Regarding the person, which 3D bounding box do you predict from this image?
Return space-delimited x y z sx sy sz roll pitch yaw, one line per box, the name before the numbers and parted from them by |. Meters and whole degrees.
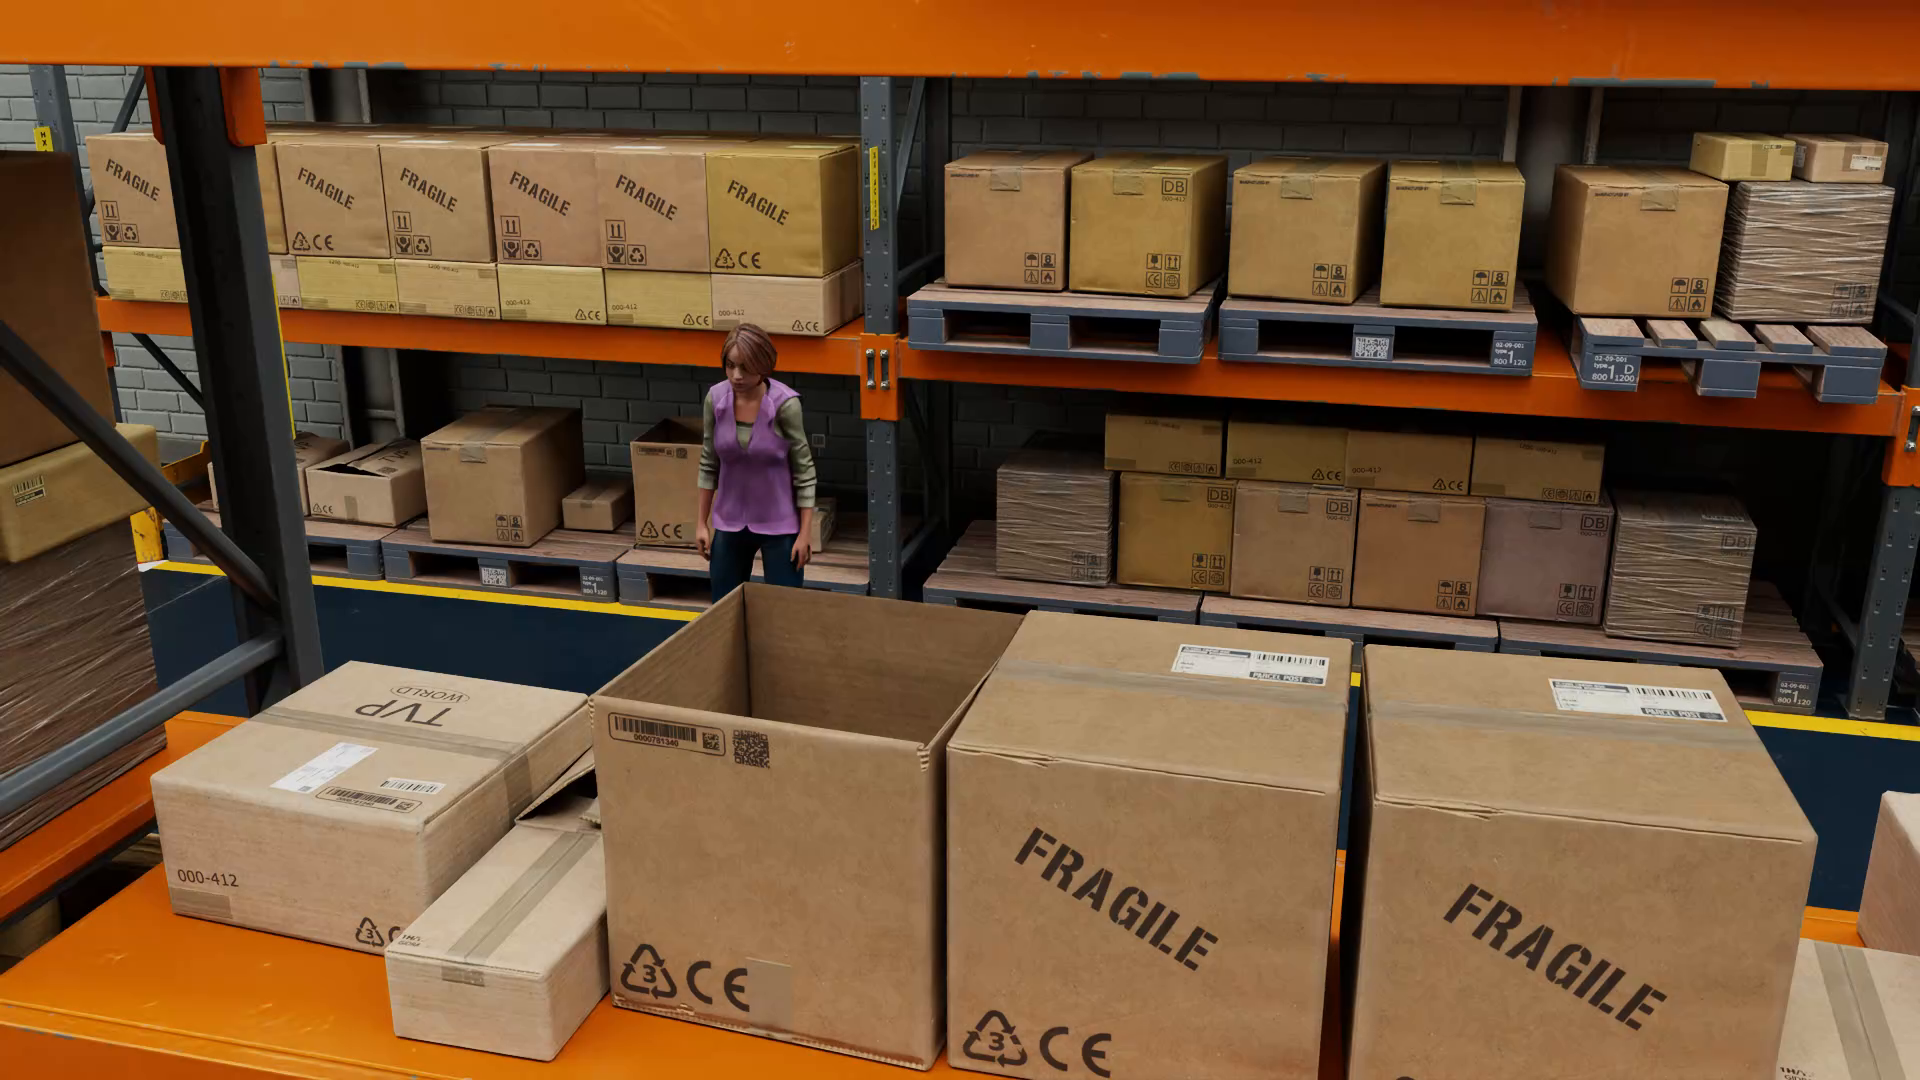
person | -0.750 -0.021 6.139 0.463 1.592 0.345 5 19 13
